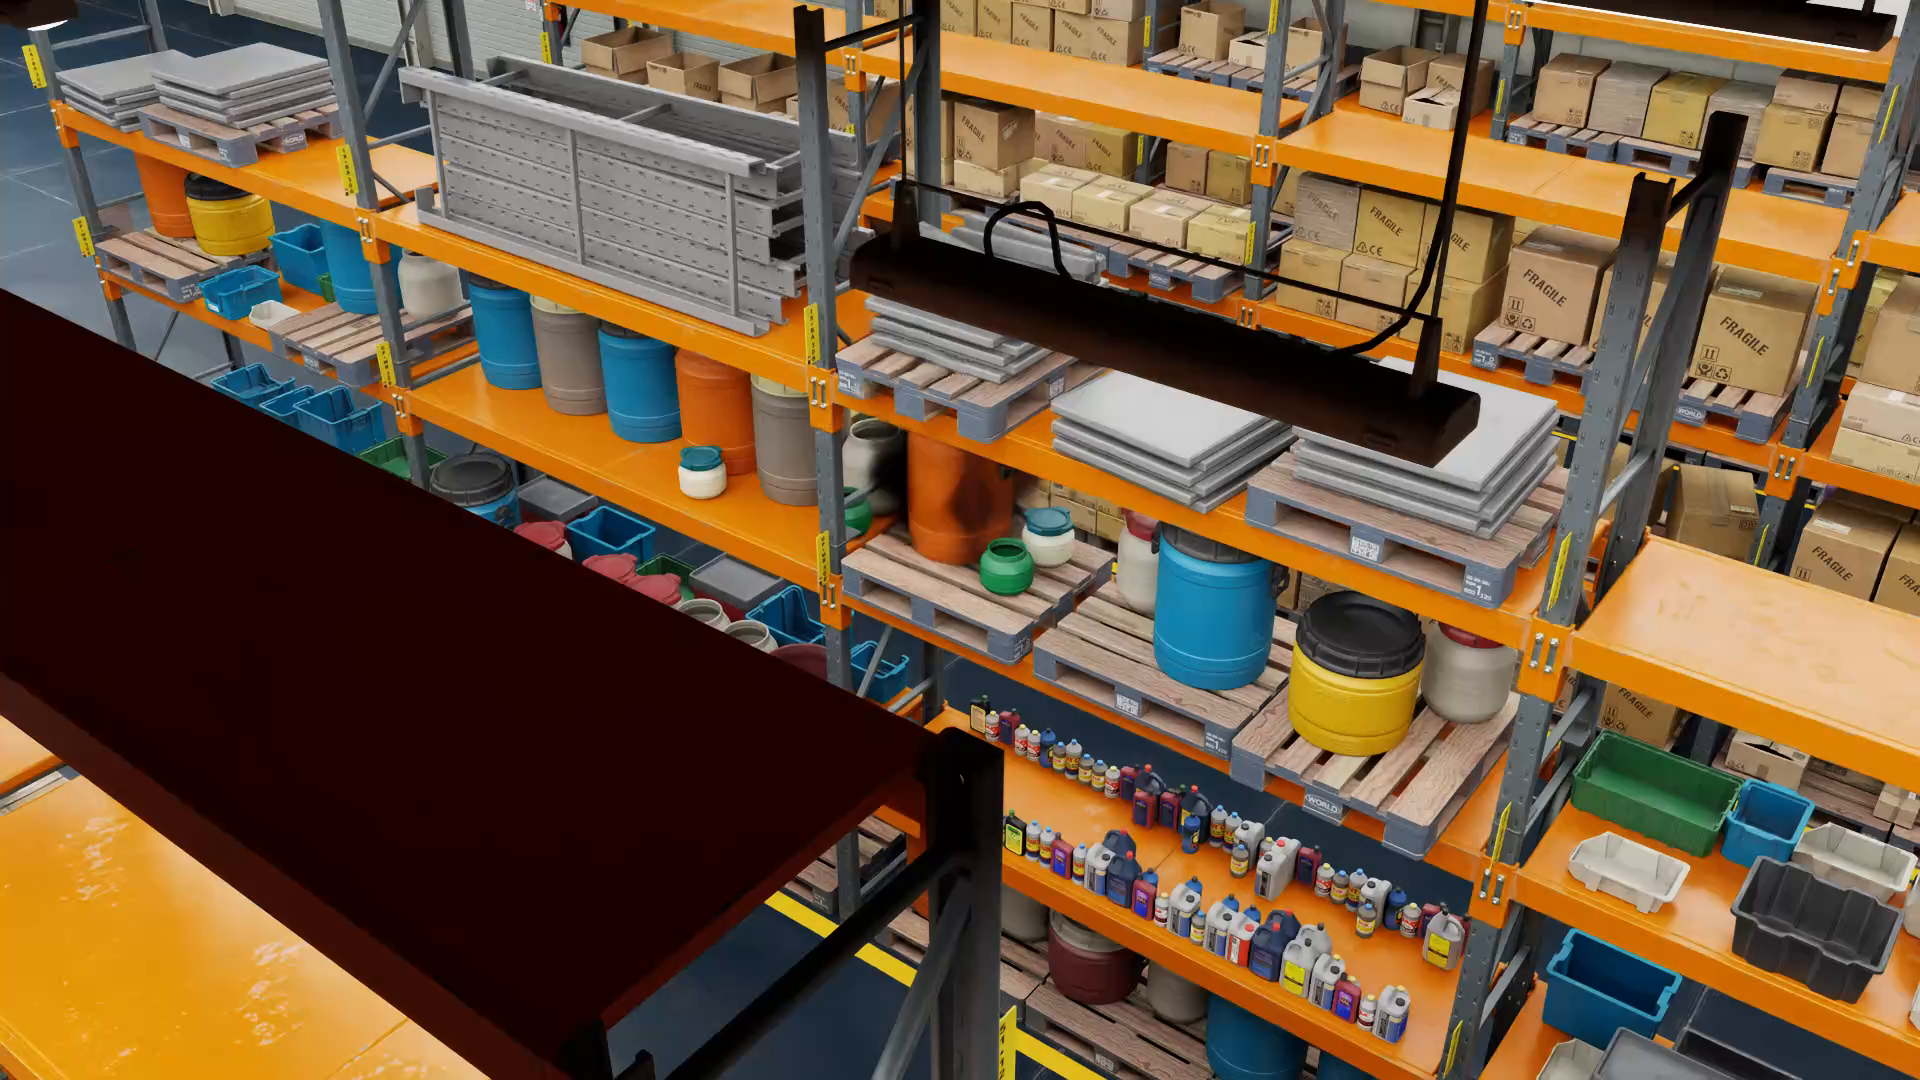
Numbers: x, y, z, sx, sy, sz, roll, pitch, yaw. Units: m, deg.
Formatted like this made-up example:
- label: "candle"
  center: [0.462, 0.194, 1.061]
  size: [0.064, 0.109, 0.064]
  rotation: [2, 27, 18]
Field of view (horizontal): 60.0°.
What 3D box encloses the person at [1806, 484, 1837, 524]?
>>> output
- label: "person"
  center: [7.325, -0.088, 13.924]
  size: [0.445, 1.622, 0.373]
  rotation: [27, 40, 36]
